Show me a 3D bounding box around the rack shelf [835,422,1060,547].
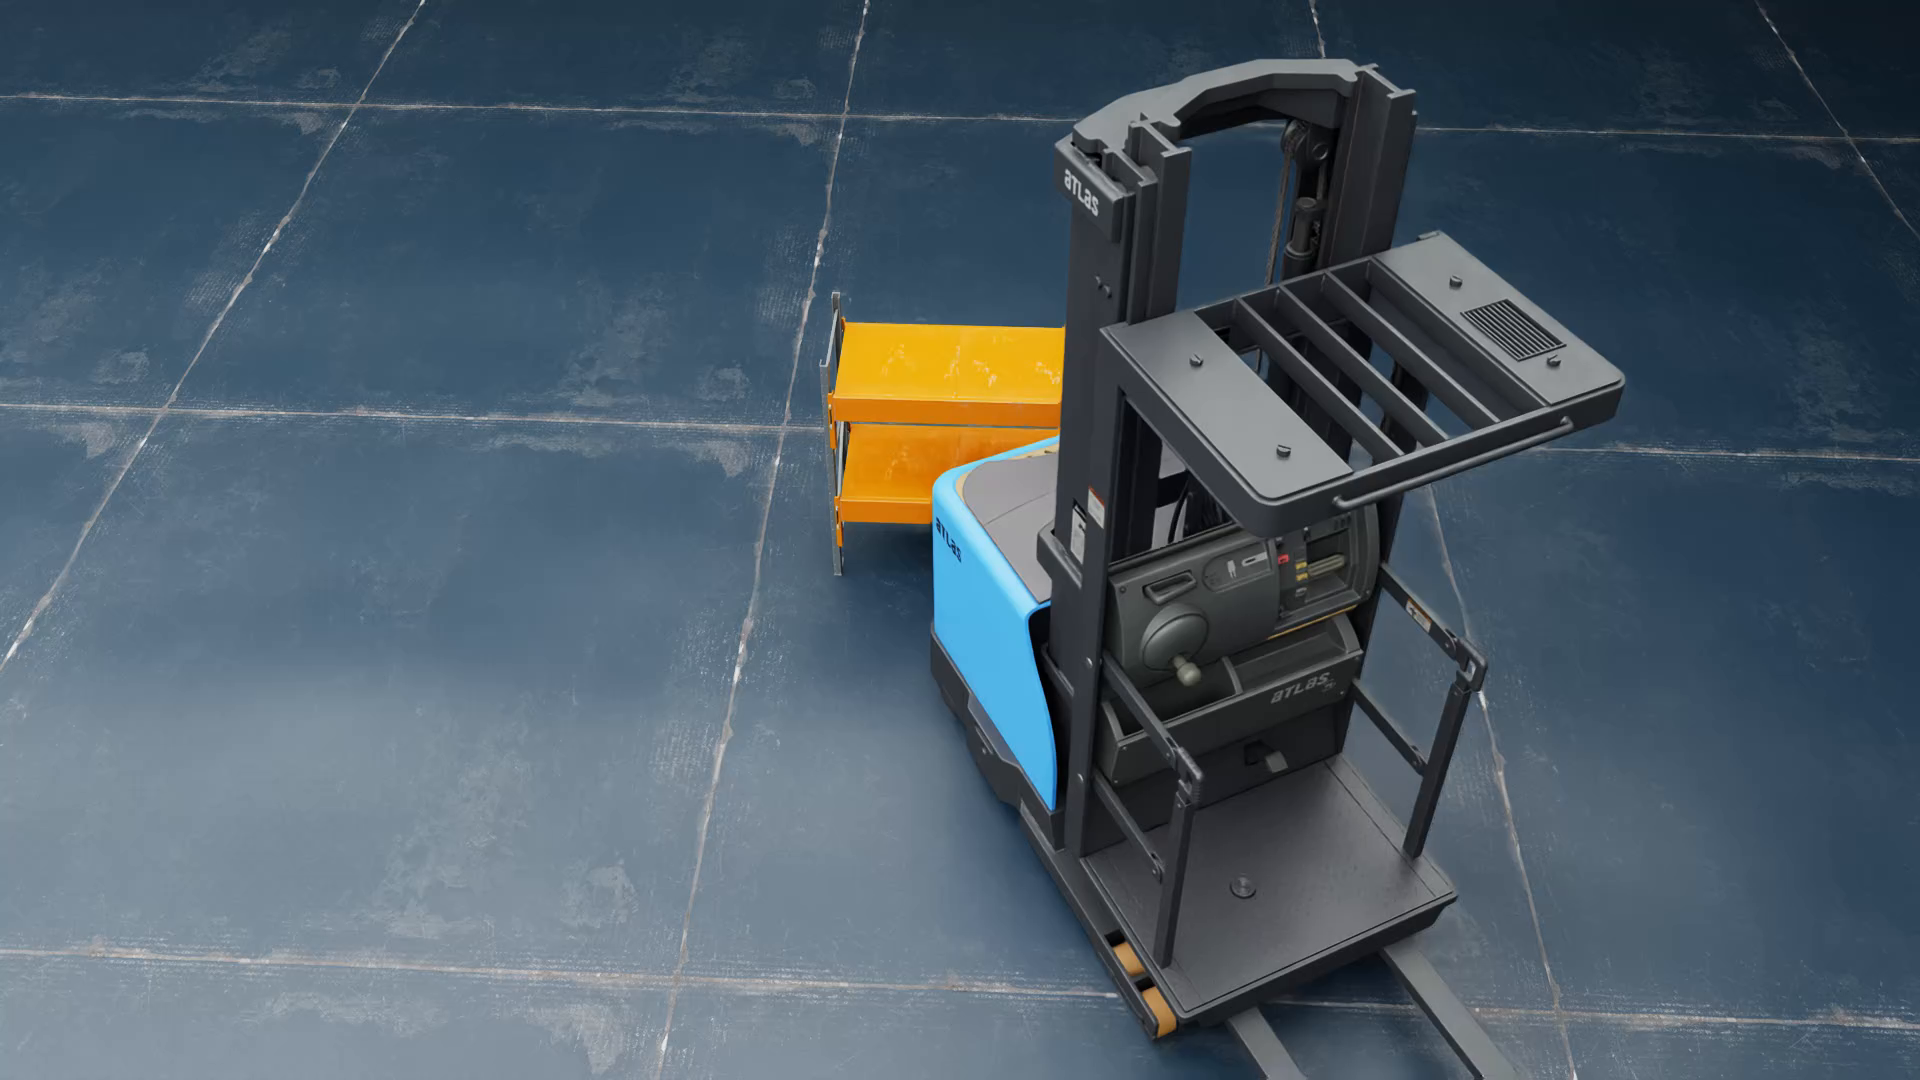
[{"bbox_3d":[-0.007,-0.233,7.119,1.000,0.278,0.538,2,43,2],"label":"rack shelf"}]

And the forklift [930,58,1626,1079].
[{"bbox_3d":[0.978,0.237,4.931,1.130,2.935,3.031,-18,46,-19],"label":"forklift"}]

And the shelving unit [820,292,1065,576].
[{"bbox_3d":[-0.007,-0.412,6.952,1.048,1.125,0.538,2,43,2],"label":"shelving unit"}]

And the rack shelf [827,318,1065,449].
[{"bbox_3d":[-0.007,-0.626,6.753,1.000,0.278,0.538,2,43,2],"label":"rack shelf"}]

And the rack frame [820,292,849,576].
[{"bbox_3d":[-0.515,-0.427,6.969,0.032,1.125,0.500,2,43,2],"label":"rack frame"}]
